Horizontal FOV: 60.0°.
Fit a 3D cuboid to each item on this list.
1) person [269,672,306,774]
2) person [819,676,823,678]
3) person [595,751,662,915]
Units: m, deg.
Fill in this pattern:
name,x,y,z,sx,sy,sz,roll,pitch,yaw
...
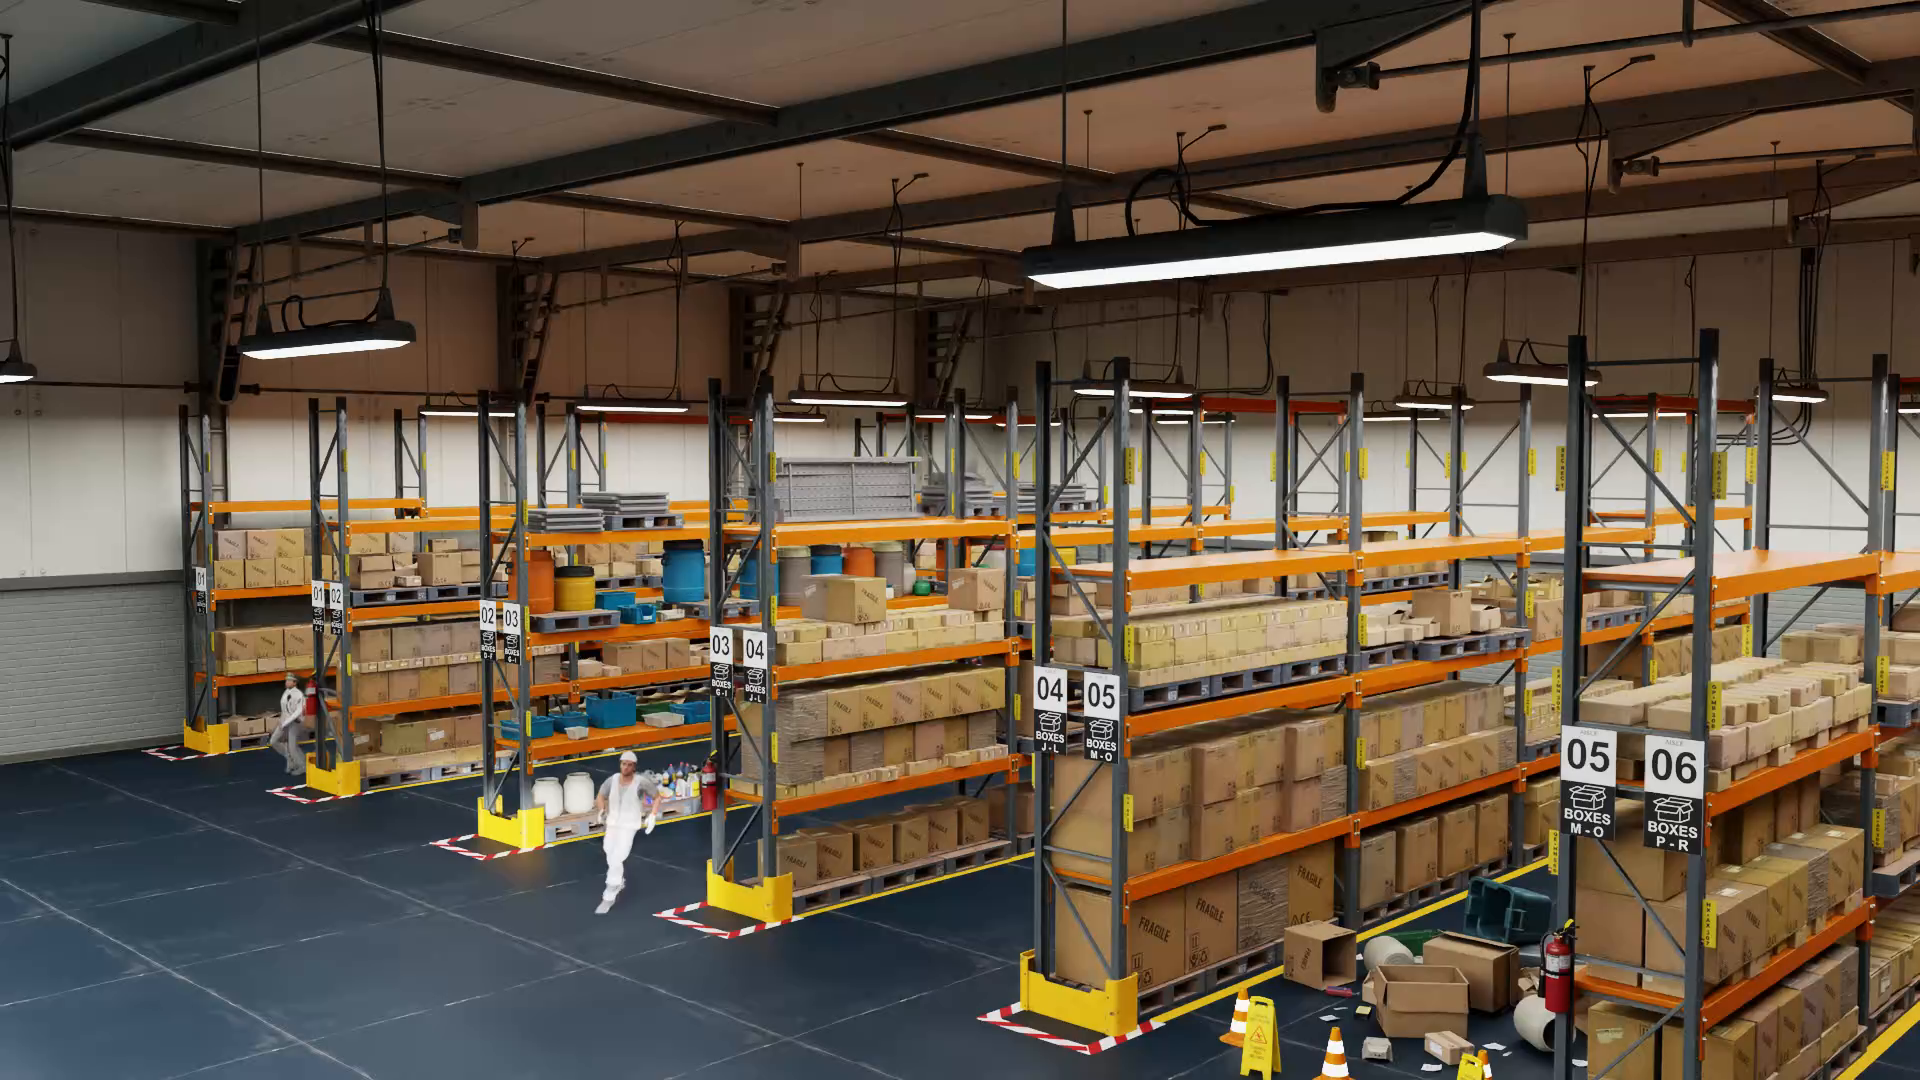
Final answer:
name,x,y,z,sx,sy,sz,roll,pitch,yaw
person,-10.725,2.930,26.606,0.637,1.659,0.566,3,4,42
person,-2.169,2.741,29.275,0.703,1.857,0.786,2,4,39
person,-3.817,3.288,18.873,0.726,1.804,0.797,1,3,17
